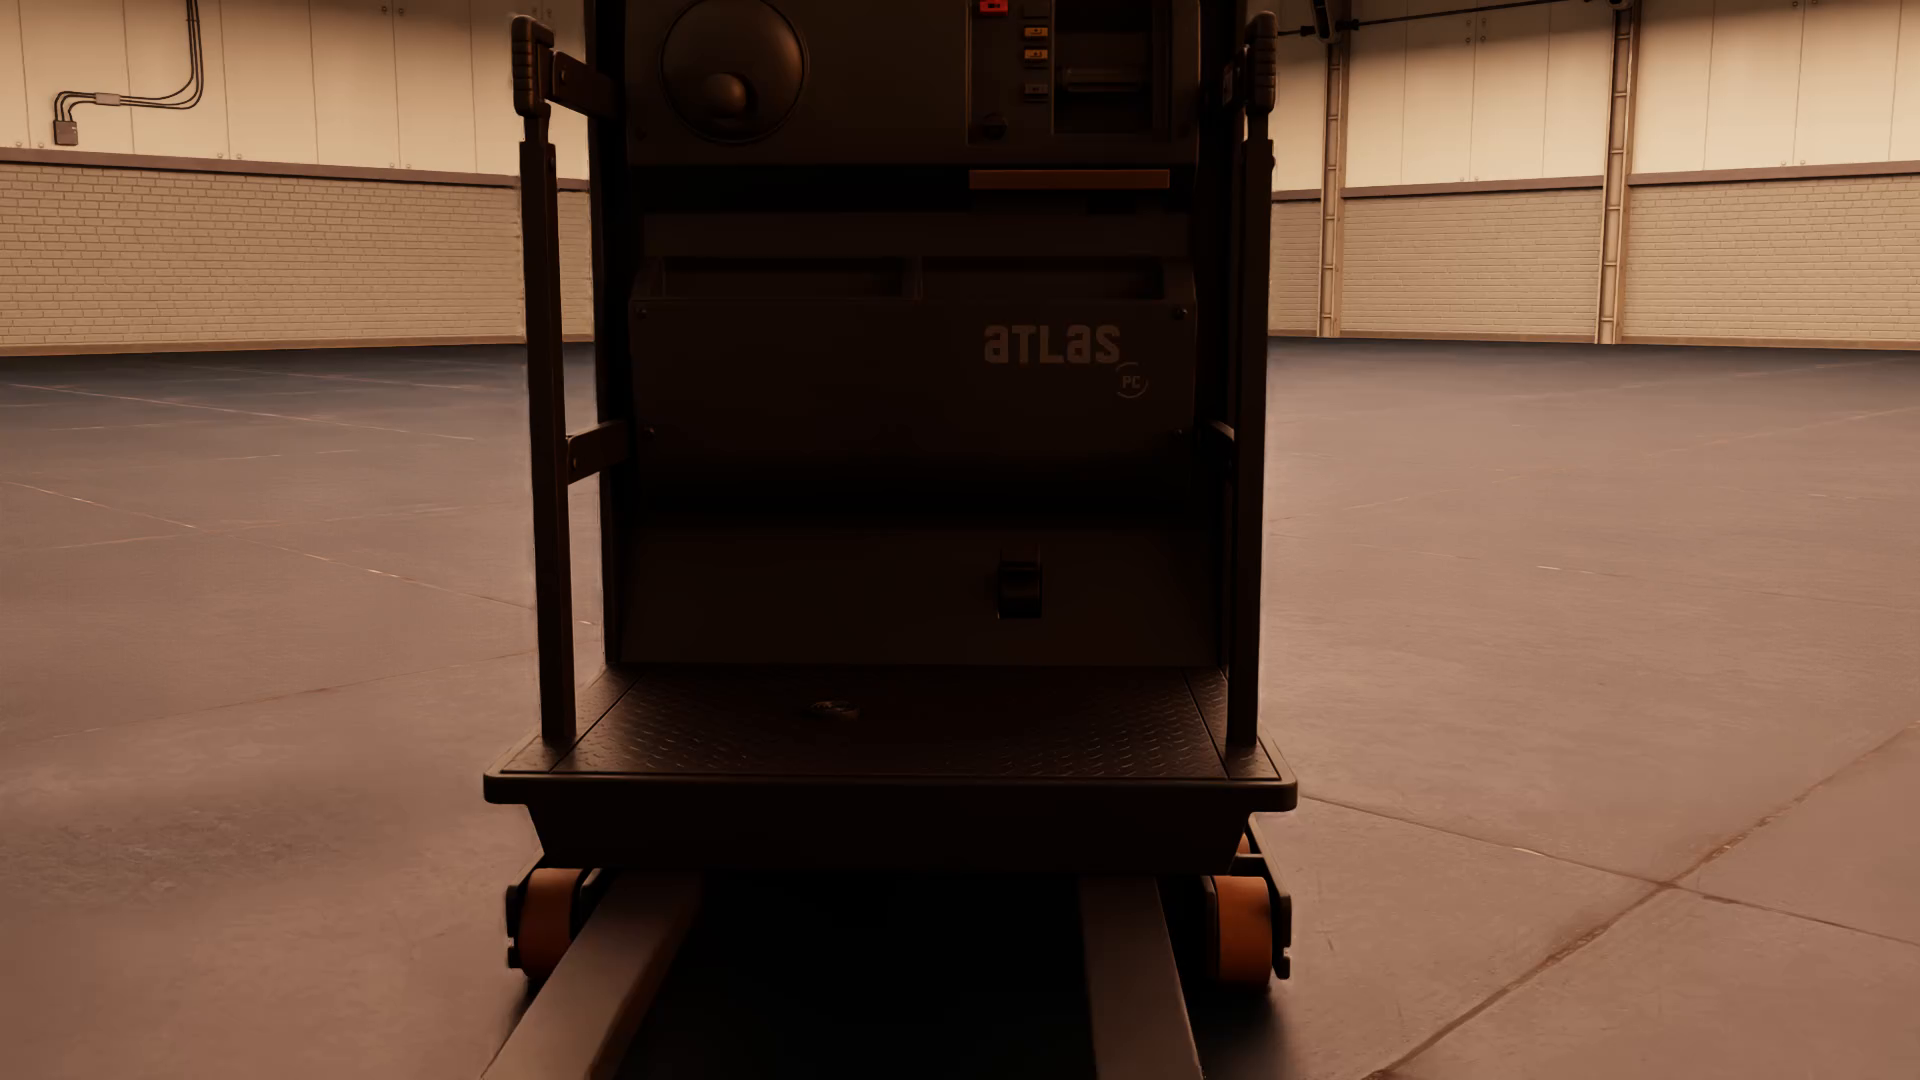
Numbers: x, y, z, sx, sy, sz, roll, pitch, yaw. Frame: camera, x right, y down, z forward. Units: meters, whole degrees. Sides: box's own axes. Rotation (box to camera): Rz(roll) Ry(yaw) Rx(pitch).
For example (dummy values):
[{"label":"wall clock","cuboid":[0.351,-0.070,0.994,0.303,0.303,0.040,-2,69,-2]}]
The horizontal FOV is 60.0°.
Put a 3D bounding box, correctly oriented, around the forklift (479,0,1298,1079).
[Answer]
[{"label":"forklift","cuboid":[-0.082,-0.848,2.502,1.130,2.935,3.031,0,9,2]}]
